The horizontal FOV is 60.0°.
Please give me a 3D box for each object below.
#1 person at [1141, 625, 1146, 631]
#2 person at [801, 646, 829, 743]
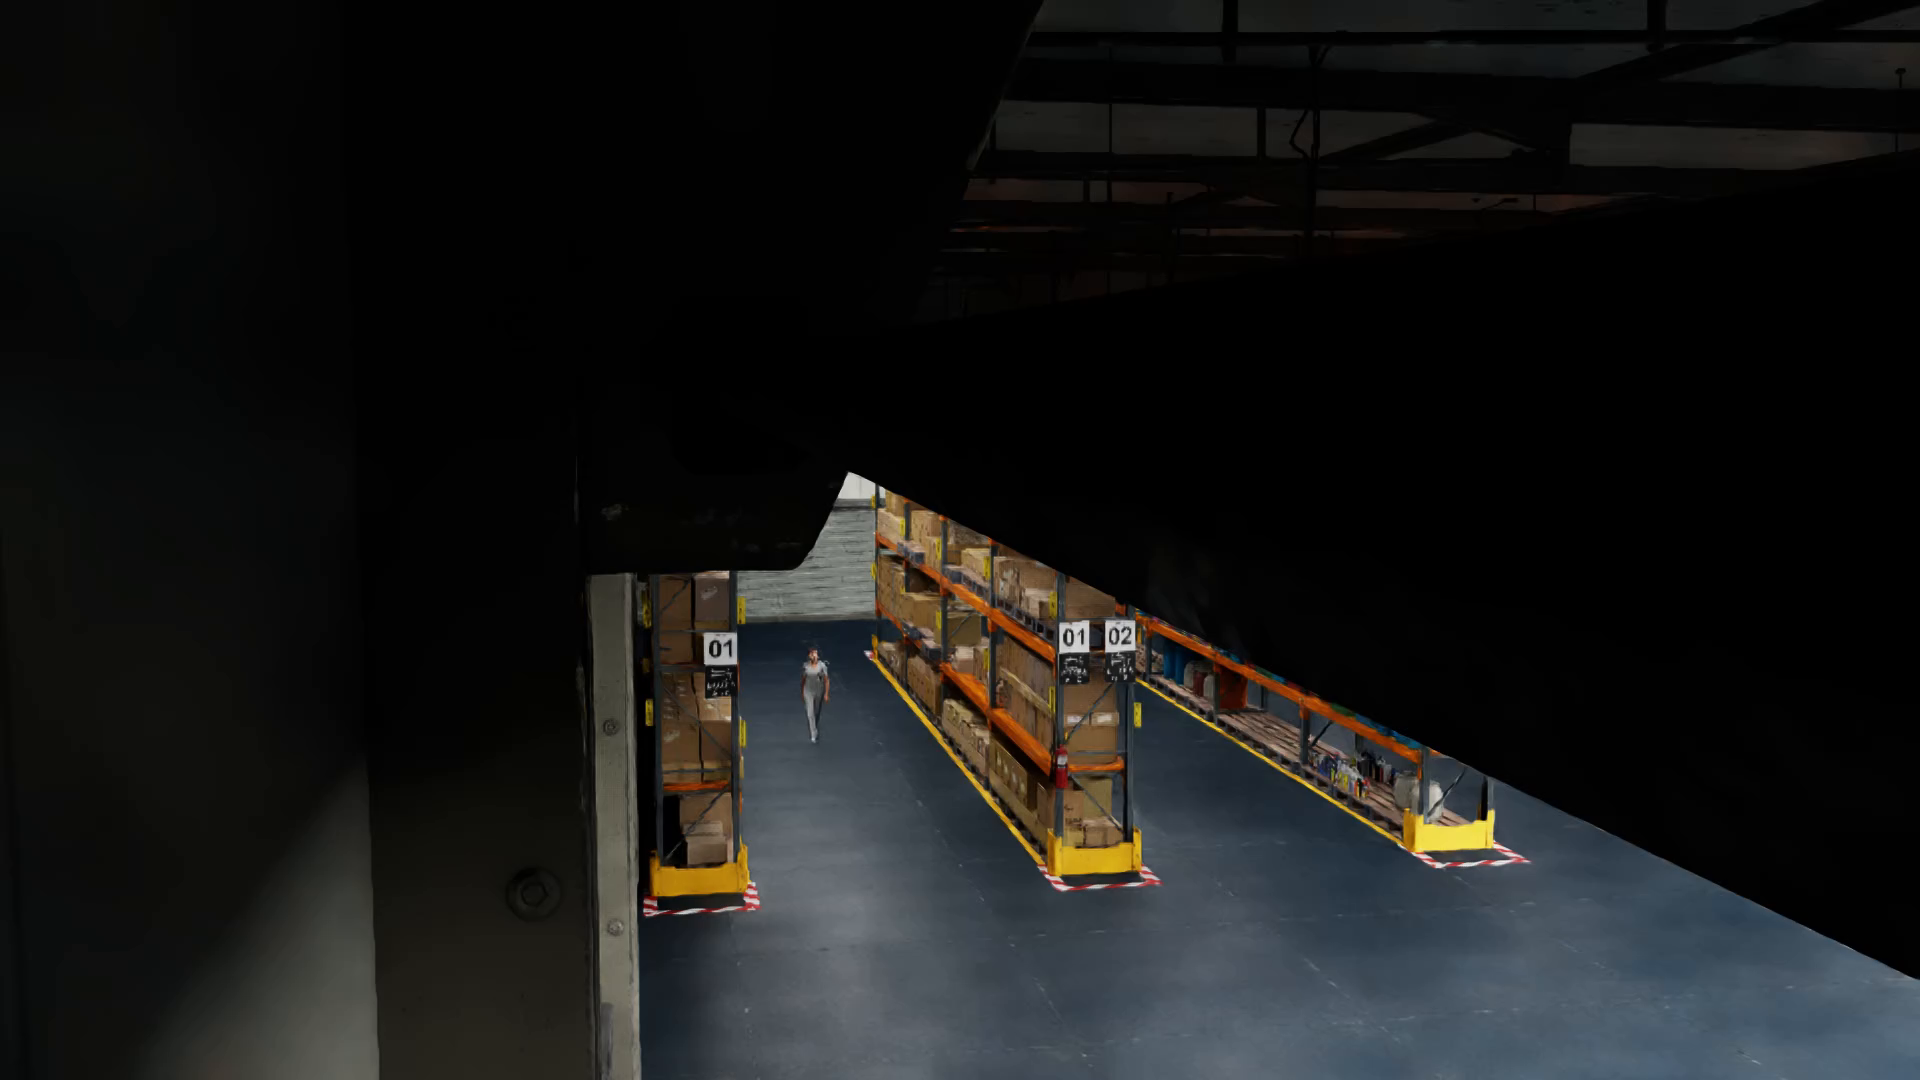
[{"bbox_3d":[4.728,1.328,40.192,0.490,1.778,0.736,4,7,36],"label":"person"},{"bbox_3d":[-2.476,2.610,28.410,0.455,1.612,1.019,-1,6,-12],"label":"person"}]
